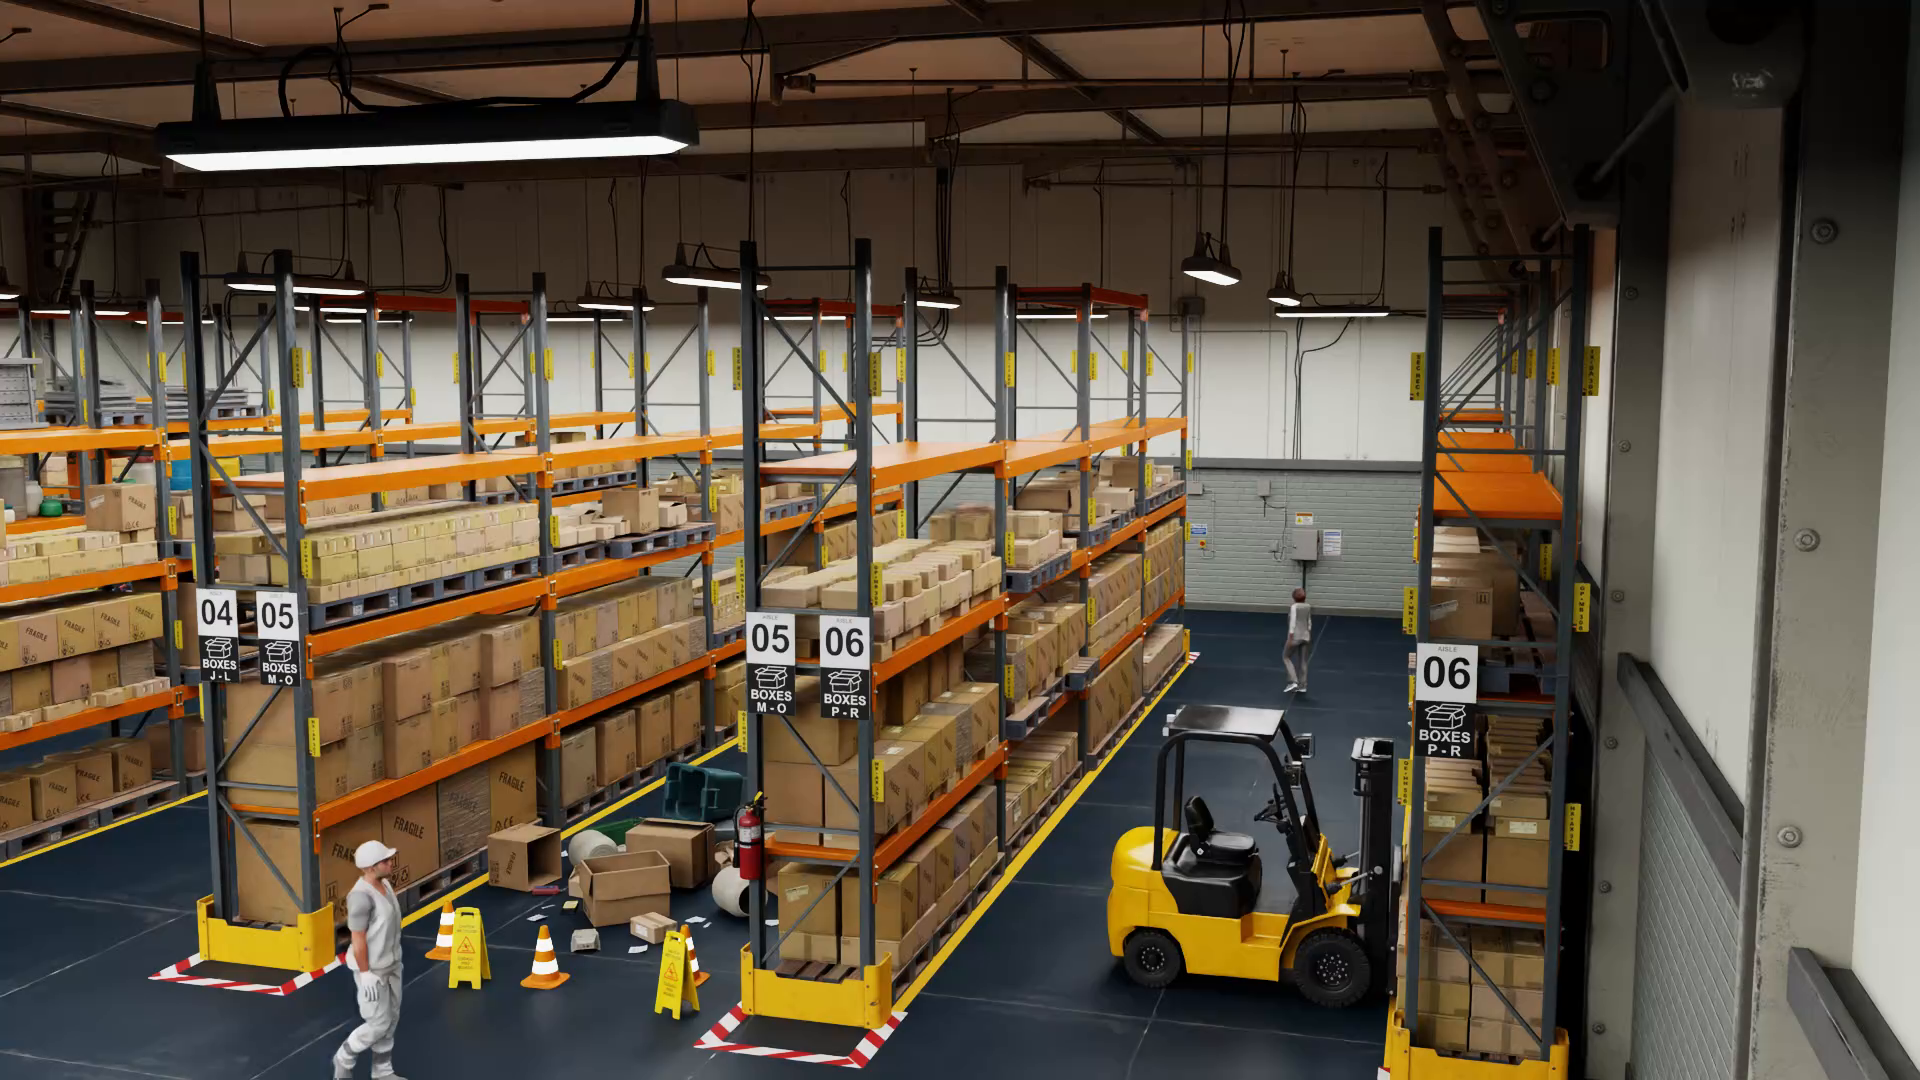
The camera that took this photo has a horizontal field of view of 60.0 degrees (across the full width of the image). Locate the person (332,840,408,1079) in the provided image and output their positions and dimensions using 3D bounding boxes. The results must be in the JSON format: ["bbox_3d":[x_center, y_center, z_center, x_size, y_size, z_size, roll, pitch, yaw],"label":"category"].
[{"bbox_3d":[-4.121,2.968,11.594,0.509,1.790,0.559,2,7,13],"label":"person"}]

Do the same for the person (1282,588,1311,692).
[{"bbox_3d":[5.186,1.536,25.439,0.445,1.612,0.372,-3,7,-28],"label":"person"}]
